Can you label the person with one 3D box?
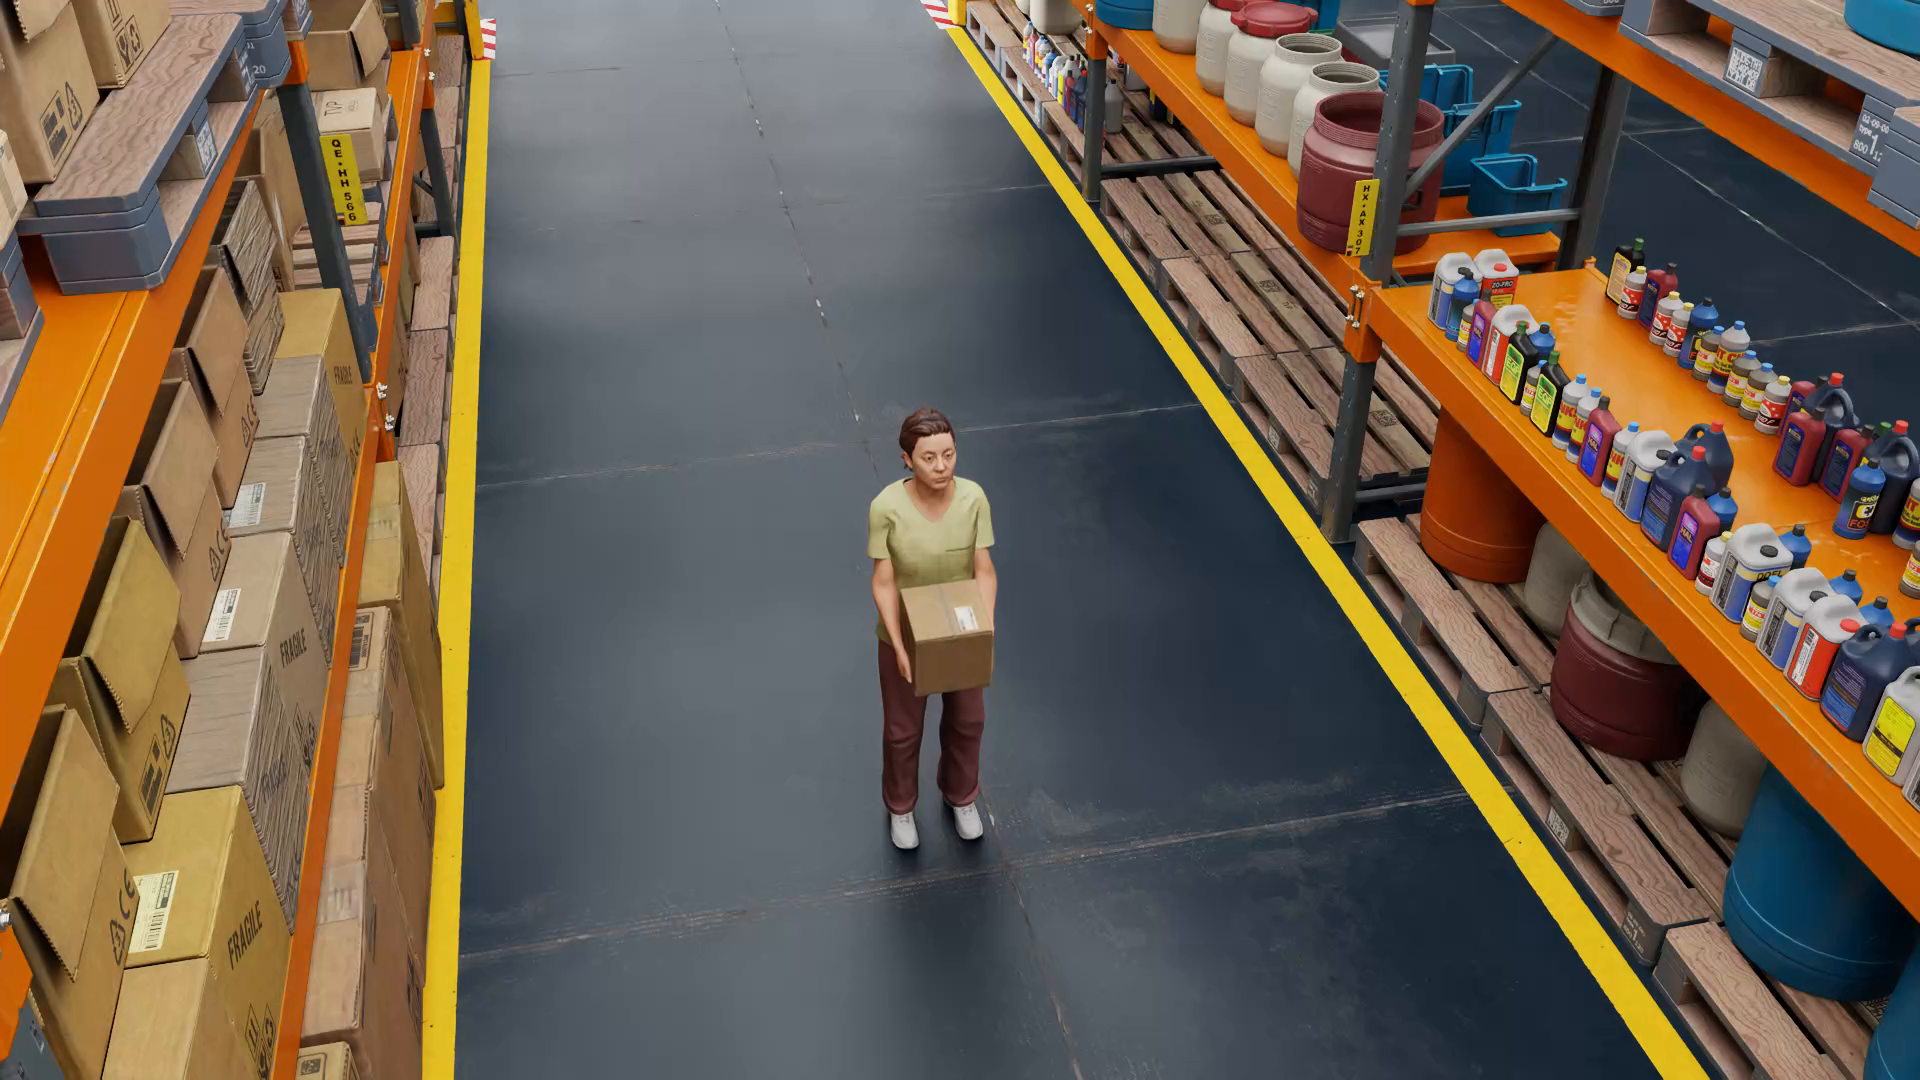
[{"bbox_3d":[-0.081,0.359,5.636,0.431,1.656,0.550,-7,35,-10],"label":"person"}]
